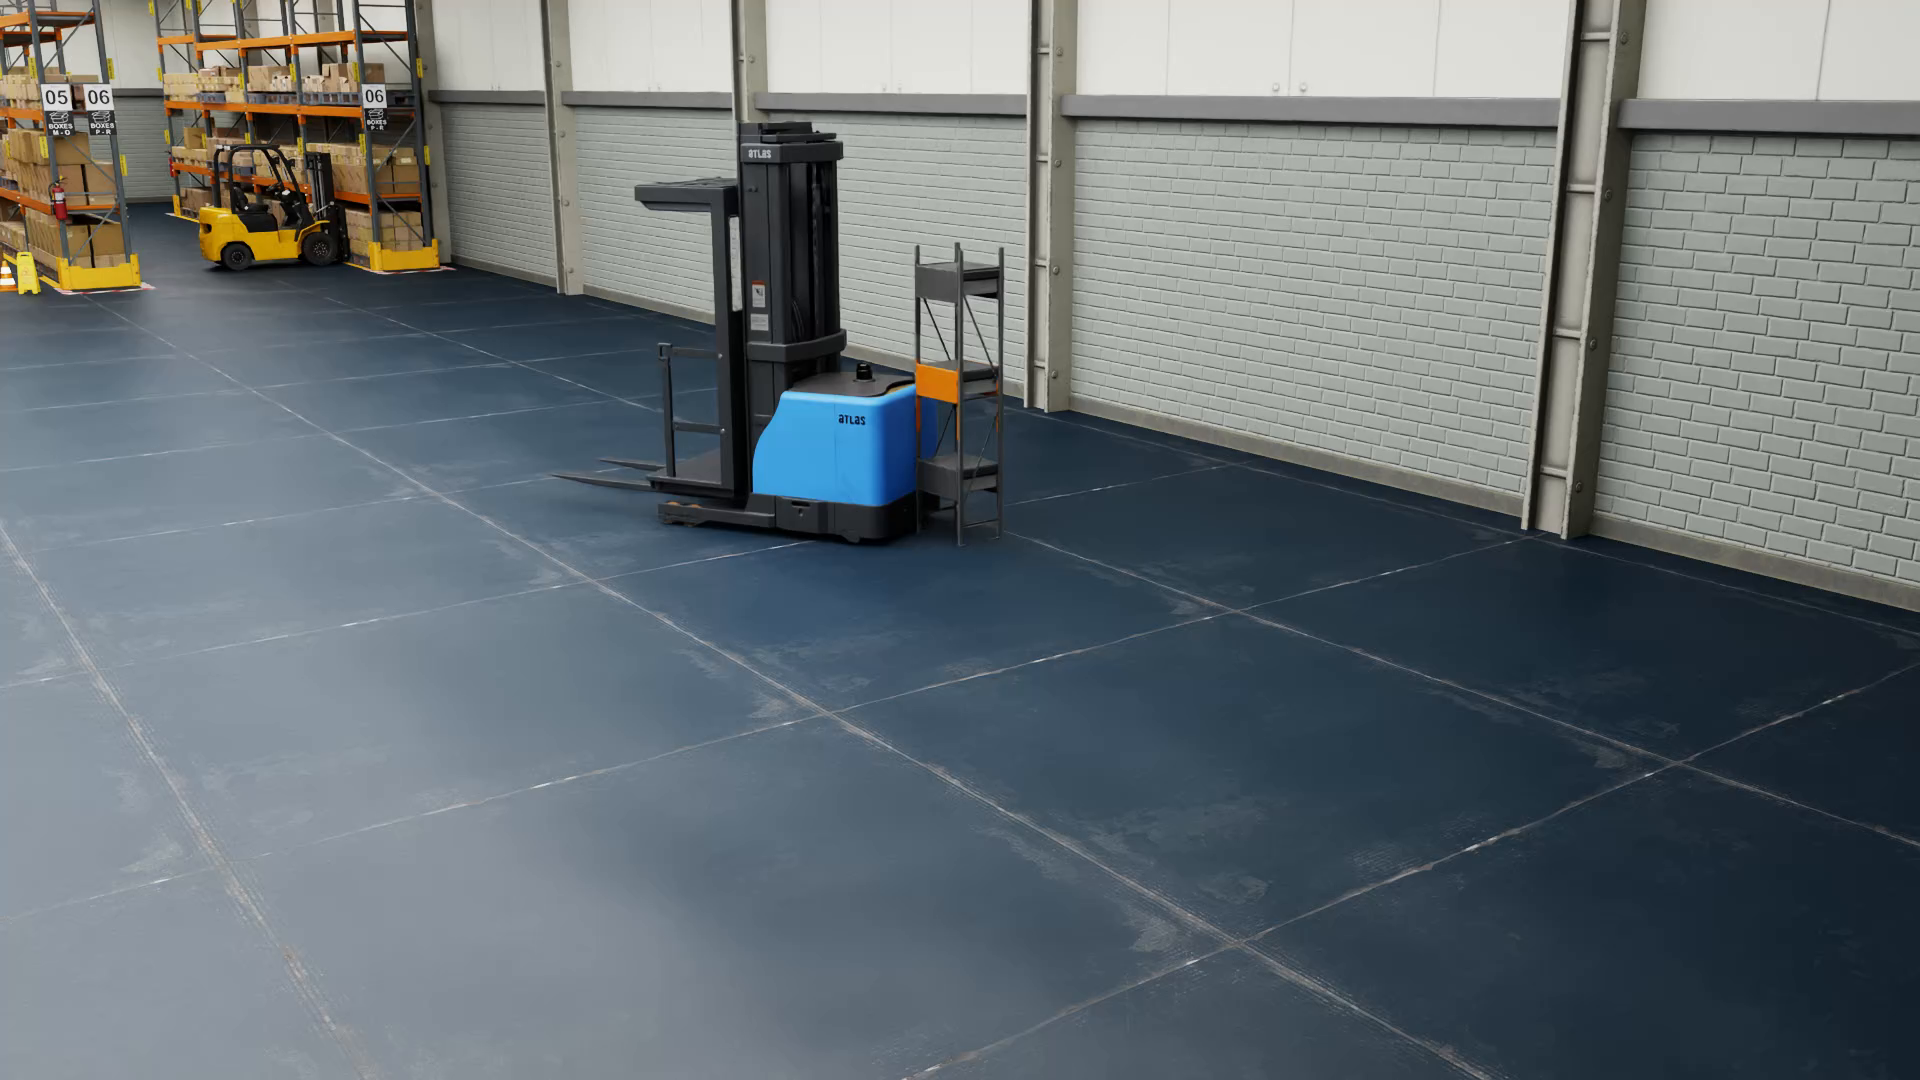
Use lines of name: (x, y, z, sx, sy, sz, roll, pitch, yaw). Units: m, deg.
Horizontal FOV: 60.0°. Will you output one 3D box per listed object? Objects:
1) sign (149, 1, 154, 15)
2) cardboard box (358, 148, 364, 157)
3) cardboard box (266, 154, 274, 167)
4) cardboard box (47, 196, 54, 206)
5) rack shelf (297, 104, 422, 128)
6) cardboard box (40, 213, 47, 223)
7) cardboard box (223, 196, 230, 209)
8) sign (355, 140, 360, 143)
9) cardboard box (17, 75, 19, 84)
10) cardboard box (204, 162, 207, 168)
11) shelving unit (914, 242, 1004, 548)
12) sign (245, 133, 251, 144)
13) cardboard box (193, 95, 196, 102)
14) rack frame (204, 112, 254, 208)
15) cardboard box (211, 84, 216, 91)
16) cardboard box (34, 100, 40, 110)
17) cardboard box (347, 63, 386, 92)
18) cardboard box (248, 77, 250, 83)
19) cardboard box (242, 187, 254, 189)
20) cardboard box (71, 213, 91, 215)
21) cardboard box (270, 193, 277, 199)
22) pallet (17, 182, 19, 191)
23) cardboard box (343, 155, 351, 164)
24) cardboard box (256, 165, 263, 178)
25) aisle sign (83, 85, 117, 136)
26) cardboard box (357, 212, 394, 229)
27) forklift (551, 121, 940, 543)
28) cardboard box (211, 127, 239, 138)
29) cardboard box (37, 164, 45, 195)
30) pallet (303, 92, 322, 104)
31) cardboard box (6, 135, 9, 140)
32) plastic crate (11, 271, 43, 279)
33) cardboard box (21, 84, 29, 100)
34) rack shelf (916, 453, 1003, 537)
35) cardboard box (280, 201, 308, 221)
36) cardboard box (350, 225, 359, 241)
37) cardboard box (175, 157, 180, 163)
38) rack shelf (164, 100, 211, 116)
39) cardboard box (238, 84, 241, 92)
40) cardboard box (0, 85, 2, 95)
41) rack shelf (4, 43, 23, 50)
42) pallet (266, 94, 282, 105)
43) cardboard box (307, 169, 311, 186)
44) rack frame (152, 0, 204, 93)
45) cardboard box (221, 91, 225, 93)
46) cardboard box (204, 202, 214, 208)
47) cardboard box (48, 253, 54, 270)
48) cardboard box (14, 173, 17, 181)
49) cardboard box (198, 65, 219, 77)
sign: (-19.858, -13.067, 40.854, 0.100, 0.325, 0.005, -11, 19, -35)
cardboard box: (-10.563, -6.949, 29.801, 0.380, 0.149, 0.250, -11, 19, -34)
cardboard box: (-14.065, -7.875, 34.505, 0.500, 0.250, 0.500, -11, 19, -36)
cardboard box: (-14.656, -5.544, 27.124, 0.380, 0.149, 0.250, -11, 19, -35)
rack shelf: (-11.187, -7.879, 30.863, 1.077, 0.370, 4.000, -11, 19, -35)
cardboard box: (-15.275, -5.441, 28.039, 0.380, 0.149, 0.250, -10, 18, -32)
cardboard box: (-16.644, -7.661, 38.326, 0.500, 0.500, 0.500, -11, 19, -35)
sign: (-11.915, -7.749, 32.916, 0.100, 0.325, 0.005, -11, 19, -35)
cardboard box: (-15.645, -7.758, 28.023, 0.380, 0.149, 0.250, -11, 19, -35)
cardboard box: (-17.629, -8.875, 39.296, 0.380, 0.149, 0.250, -10, 18, -33)
shelving unit: (-0.007, -1.042, 11.906, 0.431, 2.100, 0.503, -12, 19, -37)
sign: (-15.149, -8.495, 35.388, 0.100, 0.325, 0.005, -11, 19, -35)
cardboard box: (-17.810, -10.383, 39.124, 0.380, 0.149, 0.250, -10, 18, -33)
rack frame: (-17.067, -8.915, 38.966, 1.000, 3.000, 0.127, -11, 19, -35)
cardboard box: (-16.469, -10.092, 37.077, 0.380, 0.149, 0.250, -10, 18, -33)
cardboard box: (-14.633, -6.988, 26.718, 0.380, 0.149, 0.250, -11, 19, -34)
cardboard box: (-10.469, -8.155, 29.333, 0.500, 0.500, 0.500, -10, 18, -33)
cardboard box: (-15.157, -9.799, 35.478, 0.380, 0.149, 0.250, -10, 18, -33)
cardboard box: (-16.617, -8.191, 39.032, 0.380, 0.149, 0.250, -12, 19, -37)
cardboard box: (-15.811, -5.589, 29.806, 0.500, 0.500, 0.500, -11, 19, -35)
cardboard box: (-15.115, -7.632, 36.989, 0.380, 0.149, 0.250, -11, 19, -34)
pallet: (-16.708, -6.529, 30.611, 1.003, 0.211, 1.213, -11, 19, -35)
cardboard box: (-11.051, -6.963, 30.418, 0.380, 0.149, 0.250, -12, 19, -36)
cardboard box: (-14.652, -7.856, 35.380, 0.500, 0.250, 0.500, -11, 19, -34)
aisle sign: (-13.737, -6.870, 26.570, 0.394, 0.787, 0.004, -11, 19, -35)
cardboard box: (-10.534, -5.761, 29.962, 0.500, 0.250, 0.500, -10, 18, -33)
forklift: (-1.716, -1.632, 12.488, 3.031, 2.935, 1.130, 7, 17, 23)
cardboard box: (-17.727, -9.707, 40.160, 0.500, 0.500, 0.500, -11, 19, -36)
cardboard box: (-14.857, -5.954, 27.394, 0.500, 0.500, 0.500, -11, 19, -34)
pallet: (-11.841, -8.433, 31.690, 1.003, 0.211, 1.213, -11, 19, -35)
cardboard box: (-17.246, -7.351, 30.476, 0.380, 0.149, 0.250, -12, 19, -36)
plastic crate: (-16.116, -4.565, 28.602, 0.583, 0.080, 0.402, 10, 18, 33)
cardboard box: (-15.147, -7.384, 27.412, 0.500, 0.250, 0.500, -10, 18, -33)
rack shelf: (-0.007, -0.354, 12.094, 0.431, 0.518, 0.480, -12, 19, -37)
cardboard box: (-13.573, -6.701, 34.579, 0.875, 0.625, 0.625, -12, 19, -37)
cardboard box: (-10.837, -5.634, 30.445, 0.500, 0.250, 0.500, -11, 19, -35)
cardboard box: (-19.448, -9.535, 41.708, 0.380, 0.149, 0.250, -11, 19, -35)
rack shelf: (-18.243, -10.442, 40.226, 1.077, 0.370, 4.000, -11, 19, -35)
cardboard box: (-15.389, -9.784, 35.989, 0.380, 0.149, 0.250, -10, 18, -33)
cardboard box: (-17.429, -8.333, 30.645, 0.500, 0.250, 0.500, -11, 19, -34)
rack shelf: (-19.904, -10.070, 33.944, 1.077, 0.370, 4.000, -11, 19, -35)
pallet: (-13.584, -9.047, 34.125, 1.003, 0.211, 1.213, -10, 18, -32)
cardboard box: (-12.314, -7.120, 32.217, 0.500, 0.500, 0.500, -12, 19, -36)
rack frame: (-19.419, -12.663, 41.295, 1.000, 3.000, 0.127, -11, 19, -35)
cardboard box: (-17.134, -10.585, 39.107, 0.500, 0.250, 0.500, -11, 19, -36)
cardboard box: (-17.842, -7.948, 39.818, 0.396, 0.266, 0.258, -10, 18, -33)
cardboard box: (-15.015, -4.700, 27.980, 0.500, 0.250, 0.500, -11, 19, -34)
cardboard box: (-16.902, -6.584, 30.129, 0.380, 0.149, 0.250, -11, 19, -34)
cardboard box: (-17.172, -10.716, 38.008, 0.396, 0.266, 0.258, -11, 19, -35)
